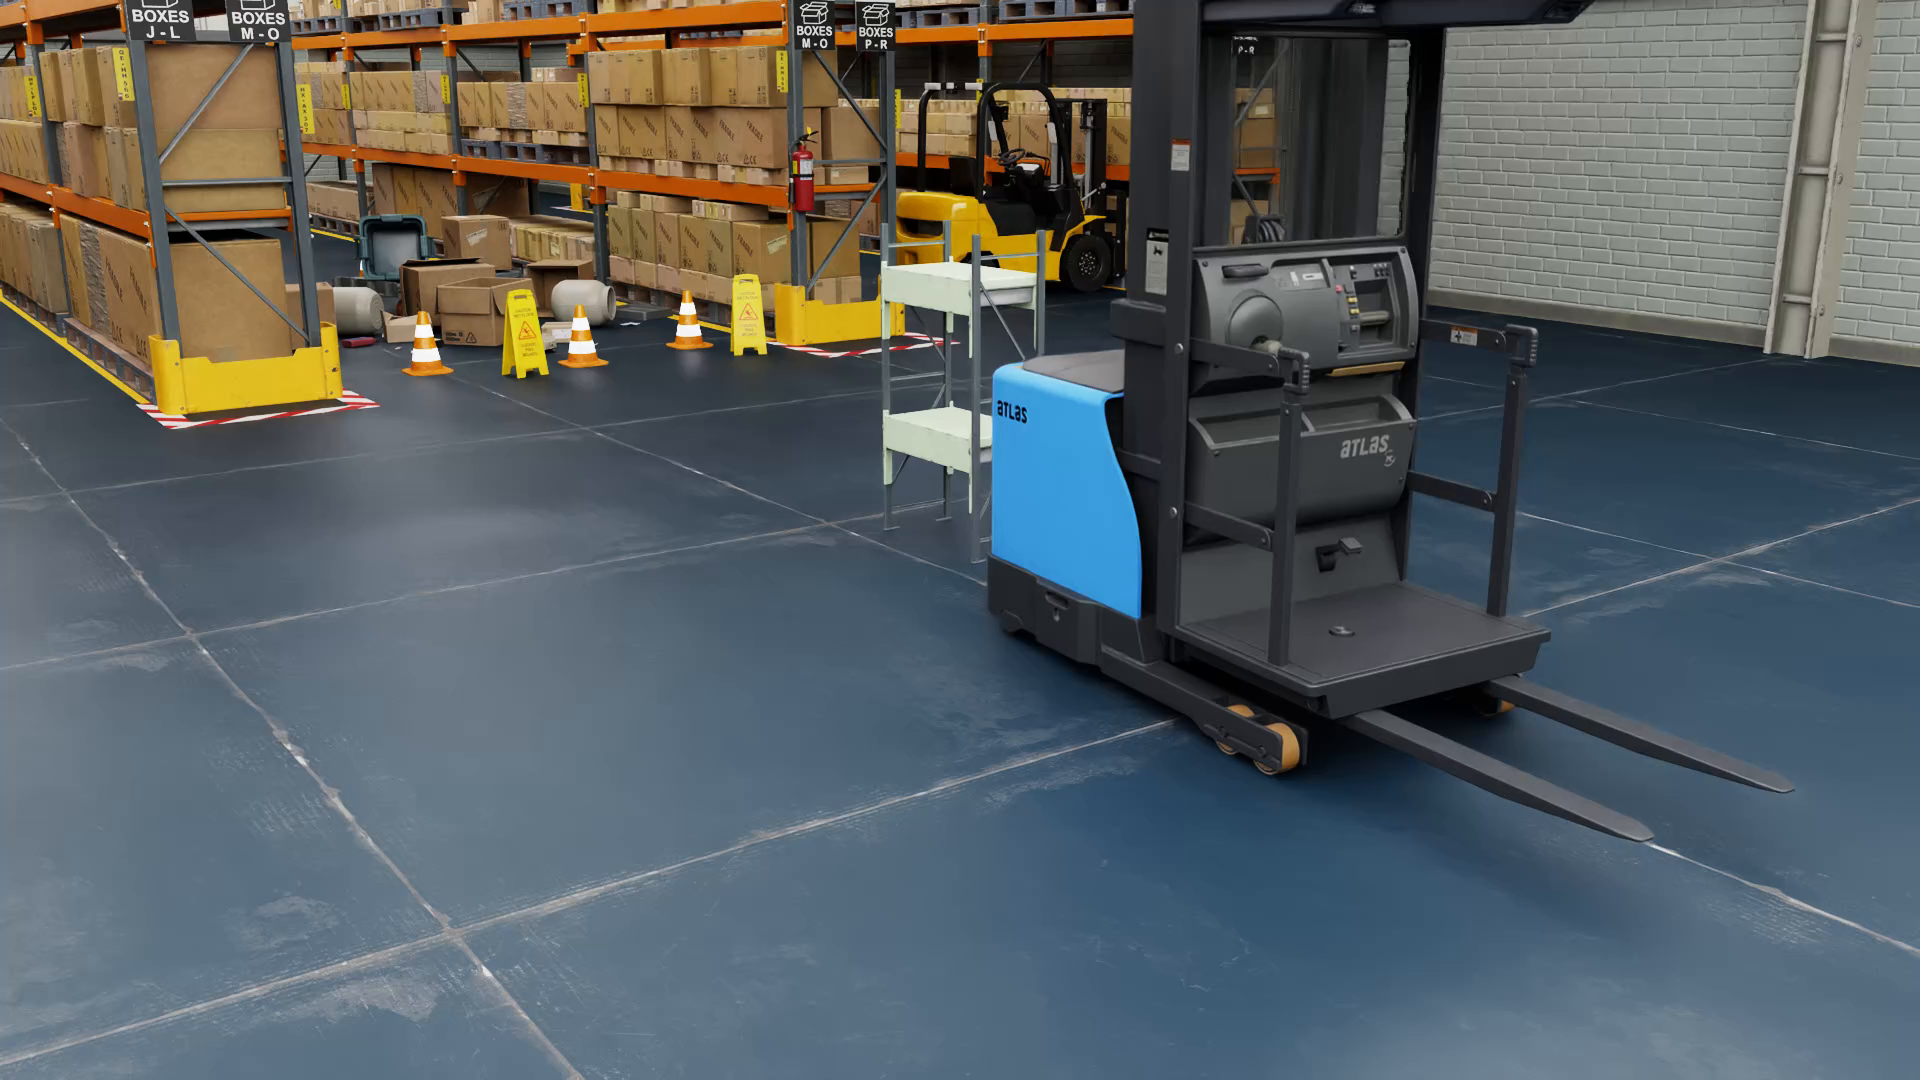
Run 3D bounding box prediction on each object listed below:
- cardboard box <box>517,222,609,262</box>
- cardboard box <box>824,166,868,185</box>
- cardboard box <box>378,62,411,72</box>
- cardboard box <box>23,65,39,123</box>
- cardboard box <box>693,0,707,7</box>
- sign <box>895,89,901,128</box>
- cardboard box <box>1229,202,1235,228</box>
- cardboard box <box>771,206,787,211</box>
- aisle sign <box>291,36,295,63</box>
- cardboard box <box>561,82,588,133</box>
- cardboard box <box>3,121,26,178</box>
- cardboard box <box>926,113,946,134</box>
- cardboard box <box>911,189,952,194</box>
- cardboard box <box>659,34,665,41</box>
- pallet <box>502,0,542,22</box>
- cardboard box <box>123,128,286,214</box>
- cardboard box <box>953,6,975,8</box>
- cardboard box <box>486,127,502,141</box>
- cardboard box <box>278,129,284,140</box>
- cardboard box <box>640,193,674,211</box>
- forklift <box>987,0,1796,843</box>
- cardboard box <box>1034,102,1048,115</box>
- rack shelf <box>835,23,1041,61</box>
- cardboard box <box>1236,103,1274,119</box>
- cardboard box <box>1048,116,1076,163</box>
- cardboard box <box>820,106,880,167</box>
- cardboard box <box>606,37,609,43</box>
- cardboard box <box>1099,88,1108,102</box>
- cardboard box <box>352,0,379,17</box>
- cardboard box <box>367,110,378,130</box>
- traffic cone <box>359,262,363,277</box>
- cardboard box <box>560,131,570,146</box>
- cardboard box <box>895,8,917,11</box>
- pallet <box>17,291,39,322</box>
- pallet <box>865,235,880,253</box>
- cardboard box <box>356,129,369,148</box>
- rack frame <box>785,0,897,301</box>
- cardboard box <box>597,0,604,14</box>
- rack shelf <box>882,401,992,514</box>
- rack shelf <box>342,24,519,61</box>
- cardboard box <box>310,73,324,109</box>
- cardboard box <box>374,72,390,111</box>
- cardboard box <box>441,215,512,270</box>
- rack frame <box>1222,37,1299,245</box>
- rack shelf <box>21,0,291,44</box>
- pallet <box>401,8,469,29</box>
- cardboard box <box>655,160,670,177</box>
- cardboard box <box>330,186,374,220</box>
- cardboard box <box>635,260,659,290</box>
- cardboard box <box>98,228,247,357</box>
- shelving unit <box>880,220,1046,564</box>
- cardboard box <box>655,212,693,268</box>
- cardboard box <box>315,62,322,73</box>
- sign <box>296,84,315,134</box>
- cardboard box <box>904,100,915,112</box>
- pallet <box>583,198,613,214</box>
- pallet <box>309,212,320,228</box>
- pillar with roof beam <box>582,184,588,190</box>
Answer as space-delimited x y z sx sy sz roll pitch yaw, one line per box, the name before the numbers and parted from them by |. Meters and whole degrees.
cardboard box | -4.489 -3.399 18.997 0.950 0.372 0.625 -10 18 -33
cardboard box | -1.023 -3.181 14.492 0.380 0.149 0.250 -11 19 -34
cardboard box | -8.022 -6.711 23.601 0.380 0.149 0.250 -11 19 -35
cardboard box | -8.185 -4.115 15.344 0.700 0.500 0.500 -11 19 -34
cardboard box | -2.157 -4.834 14.848 0.380 0.149 0.250 -11 19 -36
sign | -0.552 -3.699 14.270 0.100 0.325 0.005 -11 19 -35
cardboard box | 2.499 -3.377 17.252 0.500 0.250 0.500 -10 18 -33
cardboard box | -2.390 -4.839 24.015 0.500 0.500 0.500 -11 19 -35
aisle sign | -10.675 -7.838 26.108 0.394 0.787 0.004 -11 19 -35
cardboard box | -3.800 -4.509 17.319 0.500 0.500 0.500 -11 19 -36
cardboard box | -8.705 -3.704 15.736 0.500 0.500 0.500 -11 19 -35
cardboard box | -0.134 -5.165 20.604 0.500 0.250 0.500 -11 19 -36
cardboard box | -0.096 -4.157 21.283 0.875 0.625 0.625 -11 19 -35
cardboard box | -4.484 -7.888 26.006 0.380 0.149 0.250 -11 19 -35
pallet | -4.232 -5.777 18.175 1.213 0.211 1.003 -11 19 -35
cardboard box | -5.190 -2.552 11.434 0.875 0.550 0.550 -11 19 -35
cardboard box | 0.085 -6.646 20.485 0.380 0.149 0.250 -11 19 -35
cardboard box | -5.246 -4.696 19.231 0.380 0.149 0.250 -11 19 -34
cardboard box | -10.348 -6.515 26.009 0.500 0.500 0.500 -11 19 -35
cardboard box | -2.886 -3.289 16.175 0.380 0.149 0.250 -10 18 -32
forklift | 1.296 -0.799 5.444 1.130 2.935 3.031 -9 18 -30
cardboard box | 1.059 -4.904 18.895 0.380 0.149 0.250 -10 18 -33
rack shelf | -0.506 -6.350 21.274 1.077 0.370 4.000 -11 19 -35
cardboard box | 3.032 -4.442 17.207 0.380 0.149 0.250 -11 19 -36
cardboard box | 1.338 -4.519 18.716 0.500 0.500 0.500 -11 19 -35
cardboard box | -1.045 -3.533 14.551 0.500 0.500 0.500 -11 19 -35
cardboard box | -5.655 -8.330 27.623 0.380 0.149 0.250 -11 19 -35
cardboard box | 1.734 -4.844 18.109 0.380 0.149 0.250 -11 19 -34
cardboard box | -7.763 -7.224 22.122 0.500 0.500 0.500 -11 19 -36
cardboard box | -7.687 -5.684 22.498 0.500 0.250 0.500 -11 18 -34
traffic cone | -6.184 -2.782 17.364 0.336 0.463 0.334 -11 19 -35
cardboard box | -4.009 -4.259 17.635 0.380 0.149 0.250 -12 19 -36
cardboard box | -0.855 -7.013 21.160 0.500 0.500 0.500 -10 18 -33
pallet | -8.523 -2.330 16.191 1.003 0.211 1.213 -11 19 -35
pallet | -0.516 -3.890 21.888 1.003 0.211 1.213 -11 19 -35
cardboard box | -8.001 -5.553 22.965 0.500 0.250 0.500 -11 19 -36
rack frame | -0.991 -3.197 14.076 1.000 3.000 0.127 -11 19 -35
cardboard box | -3.358 -5.271 16.448 0.380 0.149 0.250 -11 19 -35
rack shelf | 0.004 -0.408 7.959 0.431 0.370 0.720 -11 19 -35
rack shelf | -6.871 -6.433 21.577 1.077 0.370 4.000 -11 19 -35
cardboard box | -9.146 -6.565 24.297 0.500 0.500 0.500 -11 19 -34
cardboard box | -7.406 -5.940 22.013 0.500 0.500 0.500 -11 19 -36
cardboard box | -4.765 -2.928 16.394 0.500 0.500 0.500 -11 19 -35
rack frame | 3.022 -3.969 16.894 1.000 3.000 0.127 -11 19 -35
rack shelf | -6.111 -3.934 12.450 1.077 0.370 4.000 -11 19 -35
pallet | -6.116 -6.391 20.419 1.213 0.211 1.003 -10 18 -32
cardboard box | -2.672 -3.539 15.799 0.380 0.149 0.250 -11 19 -34
cardboard box | -8.856 -5.068 24.970 0.875 0.438 0.875 -12 19 -36
cardboard box | -2.891 -2.648 16.481 0.500 0.250 0.500 -10 18 -31
cardboard box | -5.907 -1.907 12.592 0.875 0.875 0.875 -11 19 -35
shelving unit | 0.004 -0.722 7.873 0.431 1.500 0.755 -11 19 -35
cardboard box | -2.587 -2.898 15.976 0.500 0.500 0.500 -10 18 -32
cardboard box | -9.186 -6.902 24.301 0.380 0.149 0.250 -11 19 -36
sign | -4.483 -2.948 11.375 0.100 0.325 0.005 -11 19 -35
cardboard box | -0.486 -5.491 21.037 0.380 0.149 0.250 -11 19 -34
pallet | -5.871 -5.854 29.064 1.003 0.211 1.213 -11 19 -35
pallet | -9.865 -5.110 26.348 1.003 0.211 1.213 -11 19 -35
pillar with roof beam | -10.724 -10.326 28.758 9.100 9.000 0.400 -11 19 -35
